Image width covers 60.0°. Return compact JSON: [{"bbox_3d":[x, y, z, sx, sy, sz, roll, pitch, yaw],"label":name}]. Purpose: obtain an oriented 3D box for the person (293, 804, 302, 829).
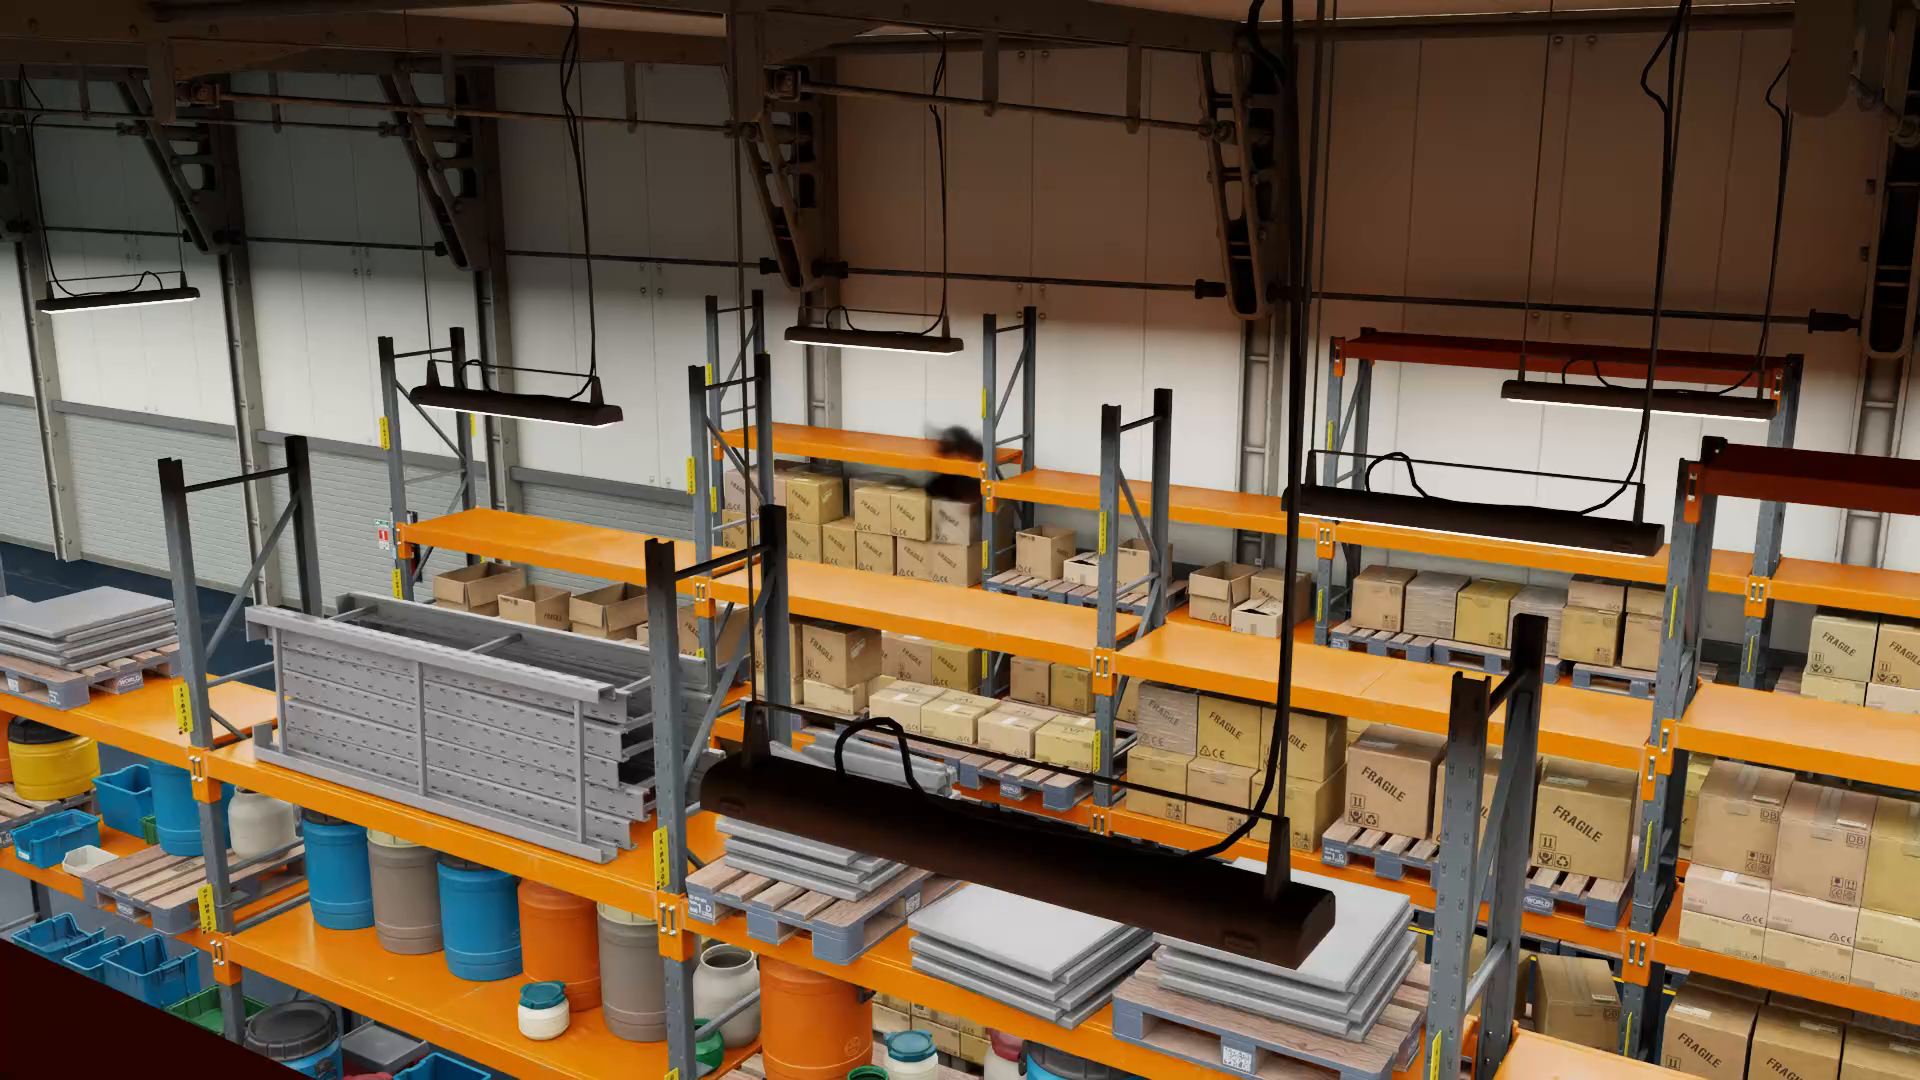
[{"bbox_3d":[-7.600,2.529,19.568,0.827,1.726,0.638,-11,17,-37],"label":"person"}]
